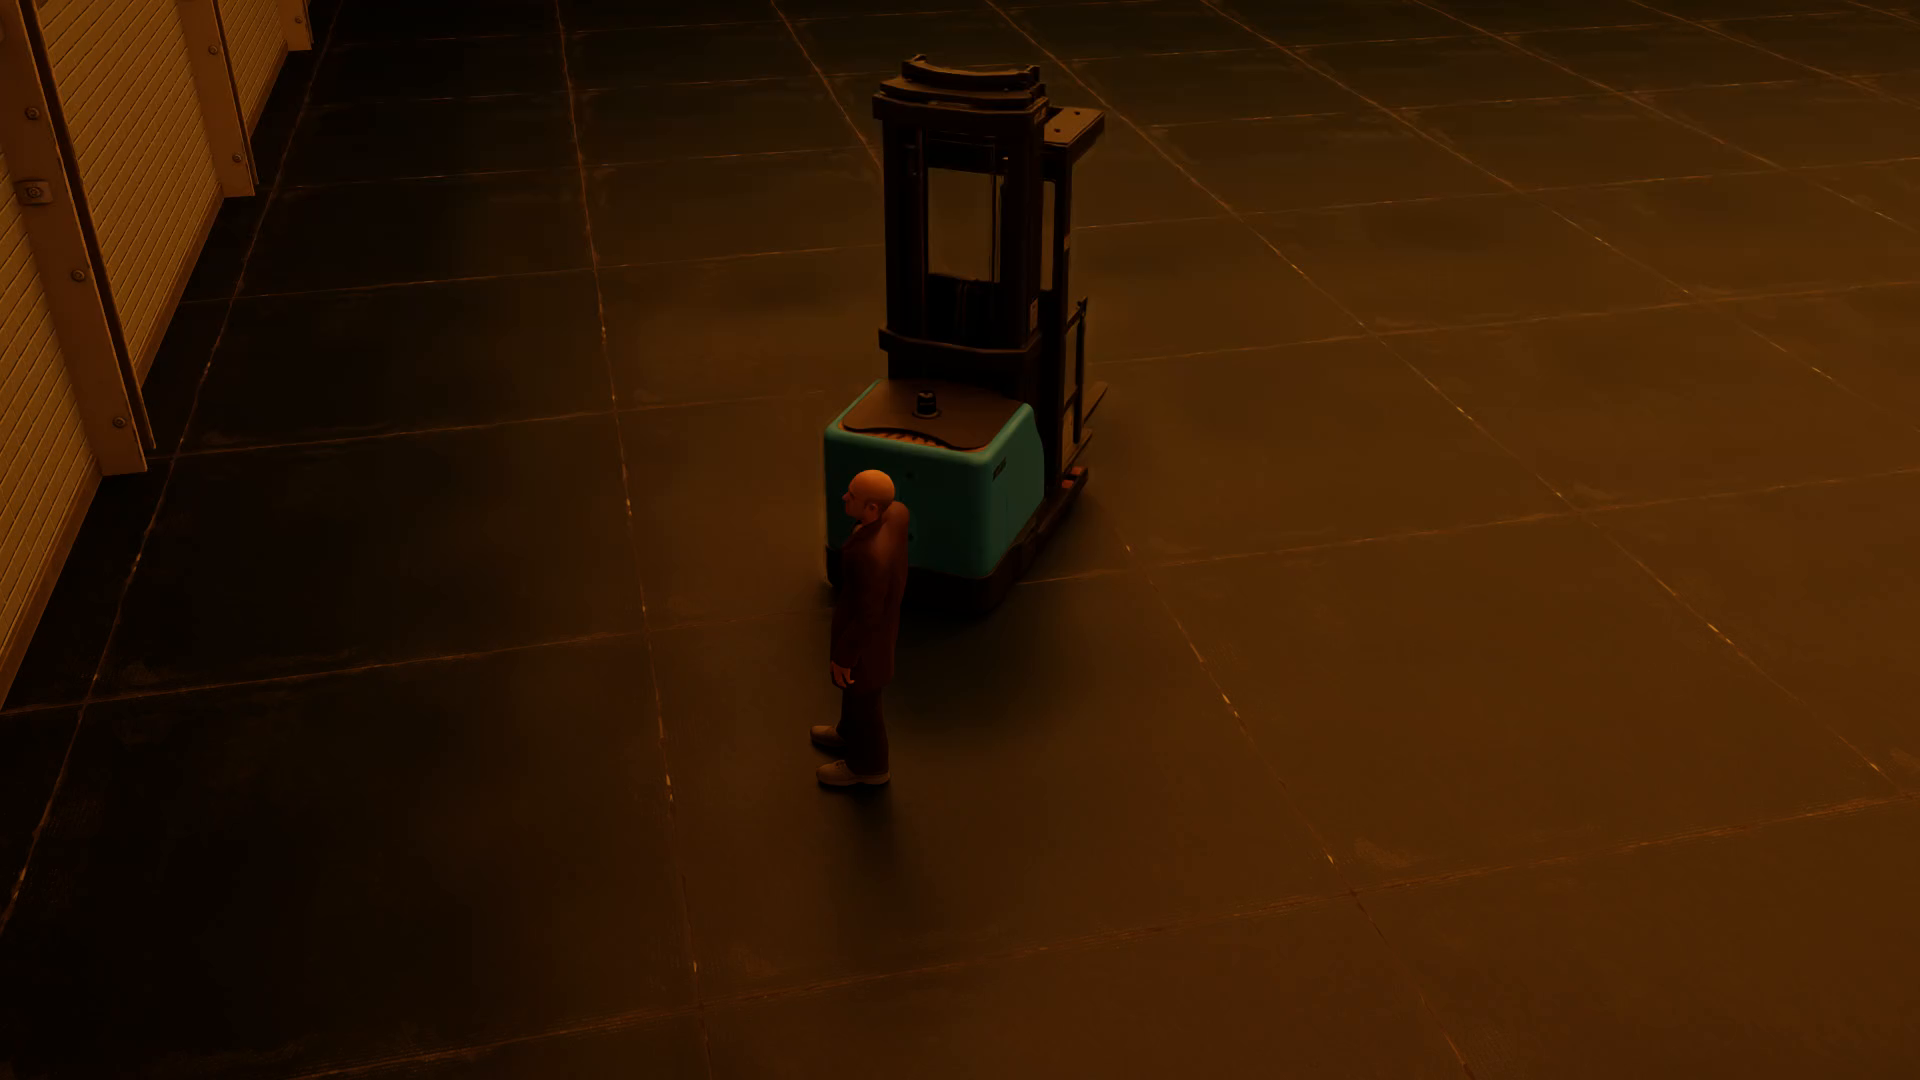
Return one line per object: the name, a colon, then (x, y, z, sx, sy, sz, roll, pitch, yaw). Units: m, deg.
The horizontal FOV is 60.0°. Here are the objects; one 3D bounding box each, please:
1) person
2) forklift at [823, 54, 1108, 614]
person: (-0.545, 0.425, 7.978, 0.584, 1.776, 0.695, 5, 30, 9)
forklift: (0.208, -1.565, 10.277, 1.130, 2.935, 3.031, 11, 32, 18)
